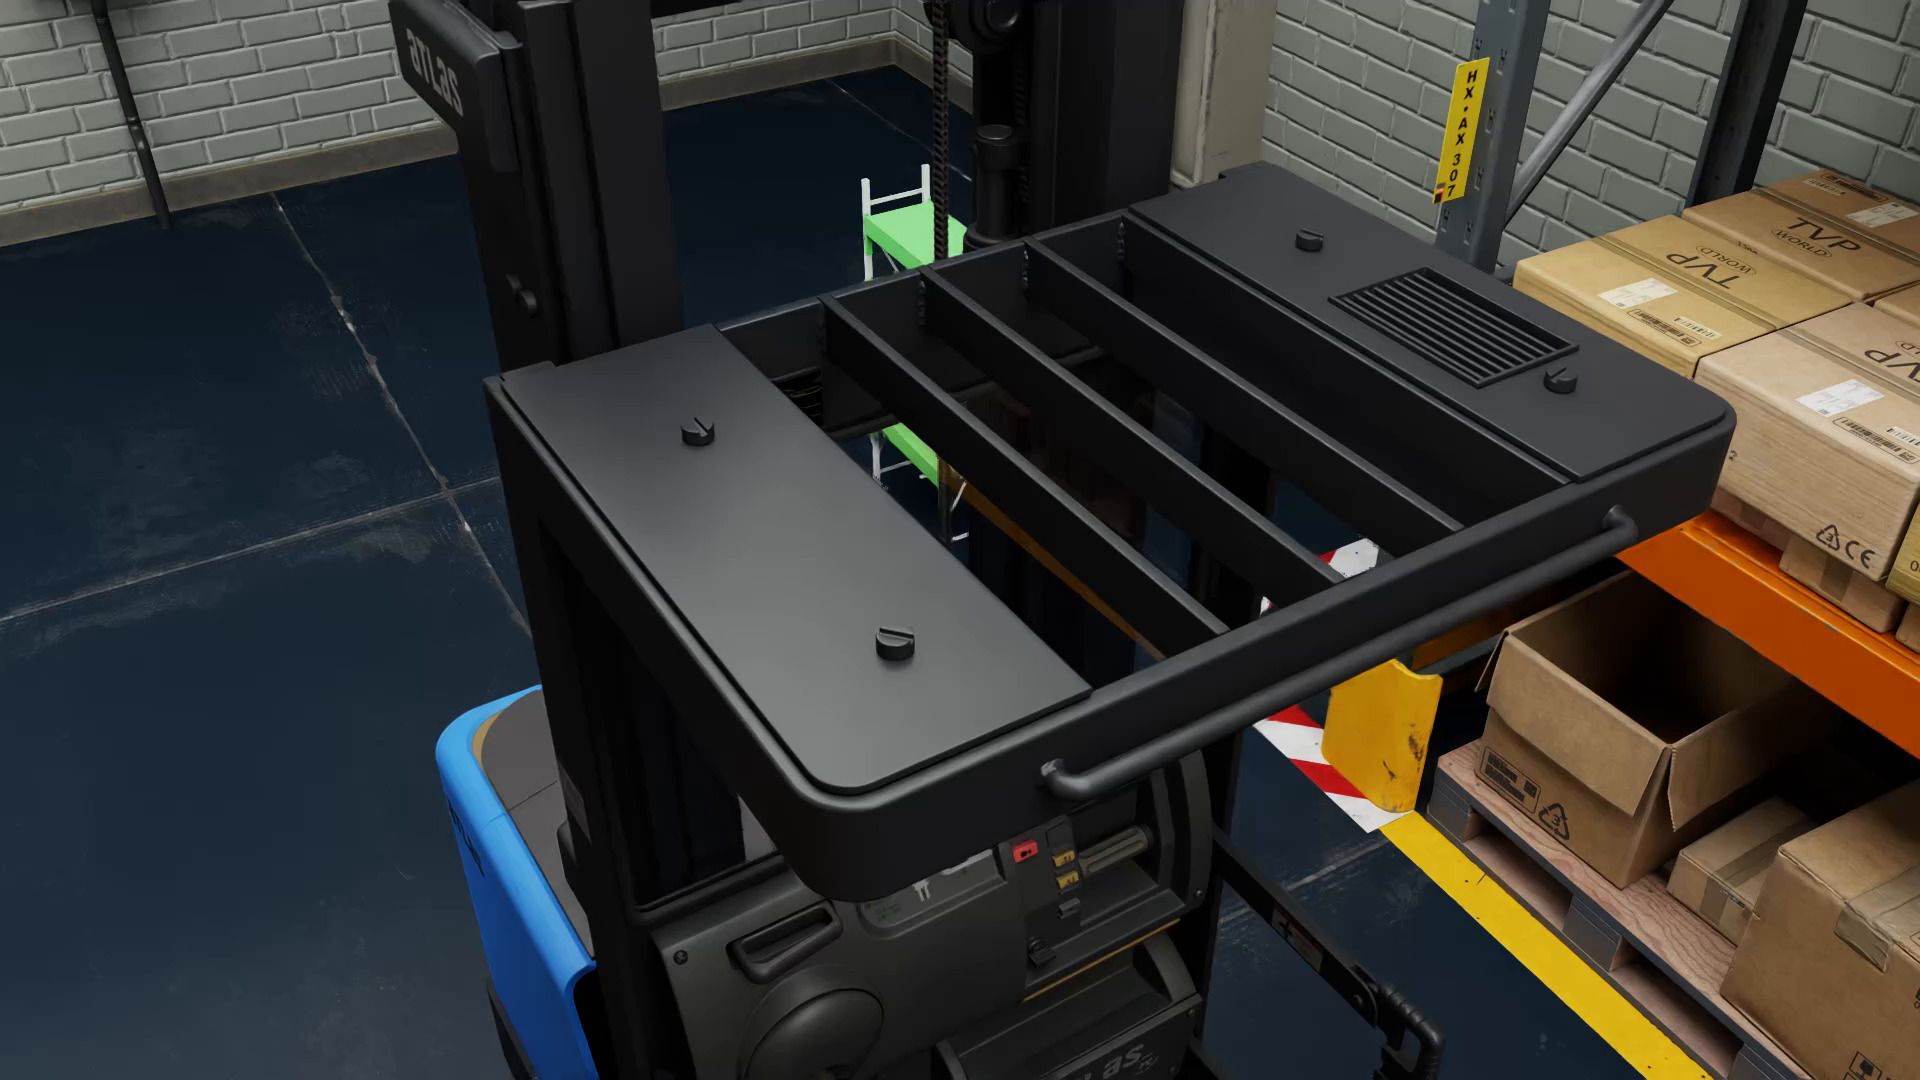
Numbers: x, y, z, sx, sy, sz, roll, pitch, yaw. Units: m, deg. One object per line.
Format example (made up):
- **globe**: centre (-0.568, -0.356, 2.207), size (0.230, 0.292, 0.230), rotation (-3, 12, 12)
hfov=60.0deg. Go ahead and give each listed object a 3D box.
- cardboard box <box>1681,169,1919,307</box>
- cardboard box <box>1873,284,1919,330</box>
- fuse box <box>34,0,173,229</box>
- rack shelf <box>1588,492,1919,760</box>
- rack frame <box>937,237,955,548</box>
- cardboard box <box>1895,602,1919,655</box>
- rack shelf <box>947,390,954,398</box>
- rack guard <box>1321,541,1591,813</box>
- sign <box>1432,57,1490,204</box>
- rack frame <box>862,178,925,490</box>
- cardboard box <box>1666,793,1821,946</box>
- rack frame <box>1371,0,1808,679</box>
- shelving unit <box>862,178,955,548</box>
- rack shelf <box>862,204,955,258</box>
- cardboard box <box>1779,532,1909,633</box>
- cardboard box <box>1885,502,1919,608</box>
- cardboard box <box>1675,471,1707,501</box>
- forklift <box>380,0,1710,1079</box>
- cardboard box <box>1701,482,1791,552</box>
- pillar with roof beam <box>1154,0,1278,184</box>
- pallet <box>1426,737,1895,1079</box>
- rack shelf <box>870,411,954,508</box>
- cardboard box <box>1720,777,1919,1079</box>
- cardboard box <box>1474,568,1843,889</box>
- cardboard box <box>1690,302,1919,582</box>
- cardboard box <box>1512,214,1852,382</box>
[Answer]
- **cardboard box**: centre (2.053, -0.628, 3.942), size (0.500, 0.250, 0.500), rotation (-18, 40, -23)
- **cardboard box**: centre (2.311, -0.365, 3.581), size (0.500, 0.250, 0.500), rotation (-19, 40, -24)
- **fuse box**: centre (-3.661, -2.148, 7.241), size (0.539, 1.711, 0.414), rotation (-19, 40, -24)
- **rack shelf**: centre (2.597, 0.586, 3.015), size (1.077, 0.370, 4.000), rotation (-19, 40, -24)
- **rack frame**: centre (0.039, -0.445, 5.341), size (0.240, 1.200, 0.015), rotation (-19, 40, -24)
- **cardboard box**: centre (2.063, 0.146, 3.220), size (0.380, 0.149, 0.250), rotation (-18, 40, -23)
- **rack shelf**: centre (-0.083, -0.517, 5.549), size (0.258, 0.148, 0.480), rotation (-19, 40, -24)
- **rack guard**: centre (1.631, 0.324, 4.883), size (1.175, 0.500, 0.348), rotation (-19, 40, -24)
- **sign**: centre (1.123, -0.913, 3.723), size (0.100, 0.325, 0.005), rotation (-19, 40, -24)
- **rack frame**: centre (-0.206, -0.693, 5.682), size (0.240, 1.200, 0.015), rotation (-19, 40, -24)
- **cardboard box**: centre (1.998, 0.825, 4.138), size (0.380, 0.149, 0.250), rotation (-21, 41, -26)
- **rack frame**: centre (1.593, -0.725, 4.199), size (1.000, 3.000, 0.127), rotation (-19, 40, -24)
- **shelving unit**: centre (-0.083, -0.569, 5.512), size (0.258, 1.200, 0.503), rotation (-19, 40, -24)
- **rack shelf**: centre (-0.083, -0.905, 5.266), size (0.258, 0.148, 0.480), rotation (-19, 40, -24)
- **cardboard box**: centre (1.924, 0.012, 3.403), size (0.380, 0.149, 0.250), rotation (-18, 40, -23)
- **cardboard box**: centre (2.099, 0.042, 3.025), size (0.500, 0.250, 0.500), rotation (-20, 41, -25)
- **cardboard box**: centre (1.688, -0.258, 3.773), size (0.380, 0.149, 0.250), rotation (-18, 40, -23)
- **forklift**: centre (0.097, 0.624, 2.411), size (1.130, 2.935, 3.031), rotation (-20, 41, -25)
- **cardboard box**: centre (1.850, -0.135, 3.604), size (0.380, 0.149, 0.250), rotation (-19, 40, -25)
- **pillar with roof beam**: centre (-2.705, -3.514, 2.931), size (9.100, 9.000, 0.400), rotation (-19, 40, -24)
- **pallet**: centre (2.032, 0.847, 4.412), size (1.003, 0.211, 1.213), rotation (-19, 40, -24)
- **rack shelf**: centre (-0.083, -0.324, 5.691), size (0.258, 0.148, 0.480), rotation (-19, 40, -24)
- **cardboard box**: centre (2.214, 0.903, 3.734), size (0.700, 0.500, 0.500), rotation (-17, 40, -22)
- **cardboard box**: centre (1.818, 0.454, 4.346), size (0.797, 0.503, 0.637), rotation (-21, 41, -26)
- **cardboard box**: centre (1.841, -0.216, 3.377), size (0.500, 0.250, 0.500), rotation (-18, 40, -23)
- **cardboard box**: centre (1.588, -0.473, 3.729), size (0.500, 0.250, 0.500), rotation (-19, 40, -24)
